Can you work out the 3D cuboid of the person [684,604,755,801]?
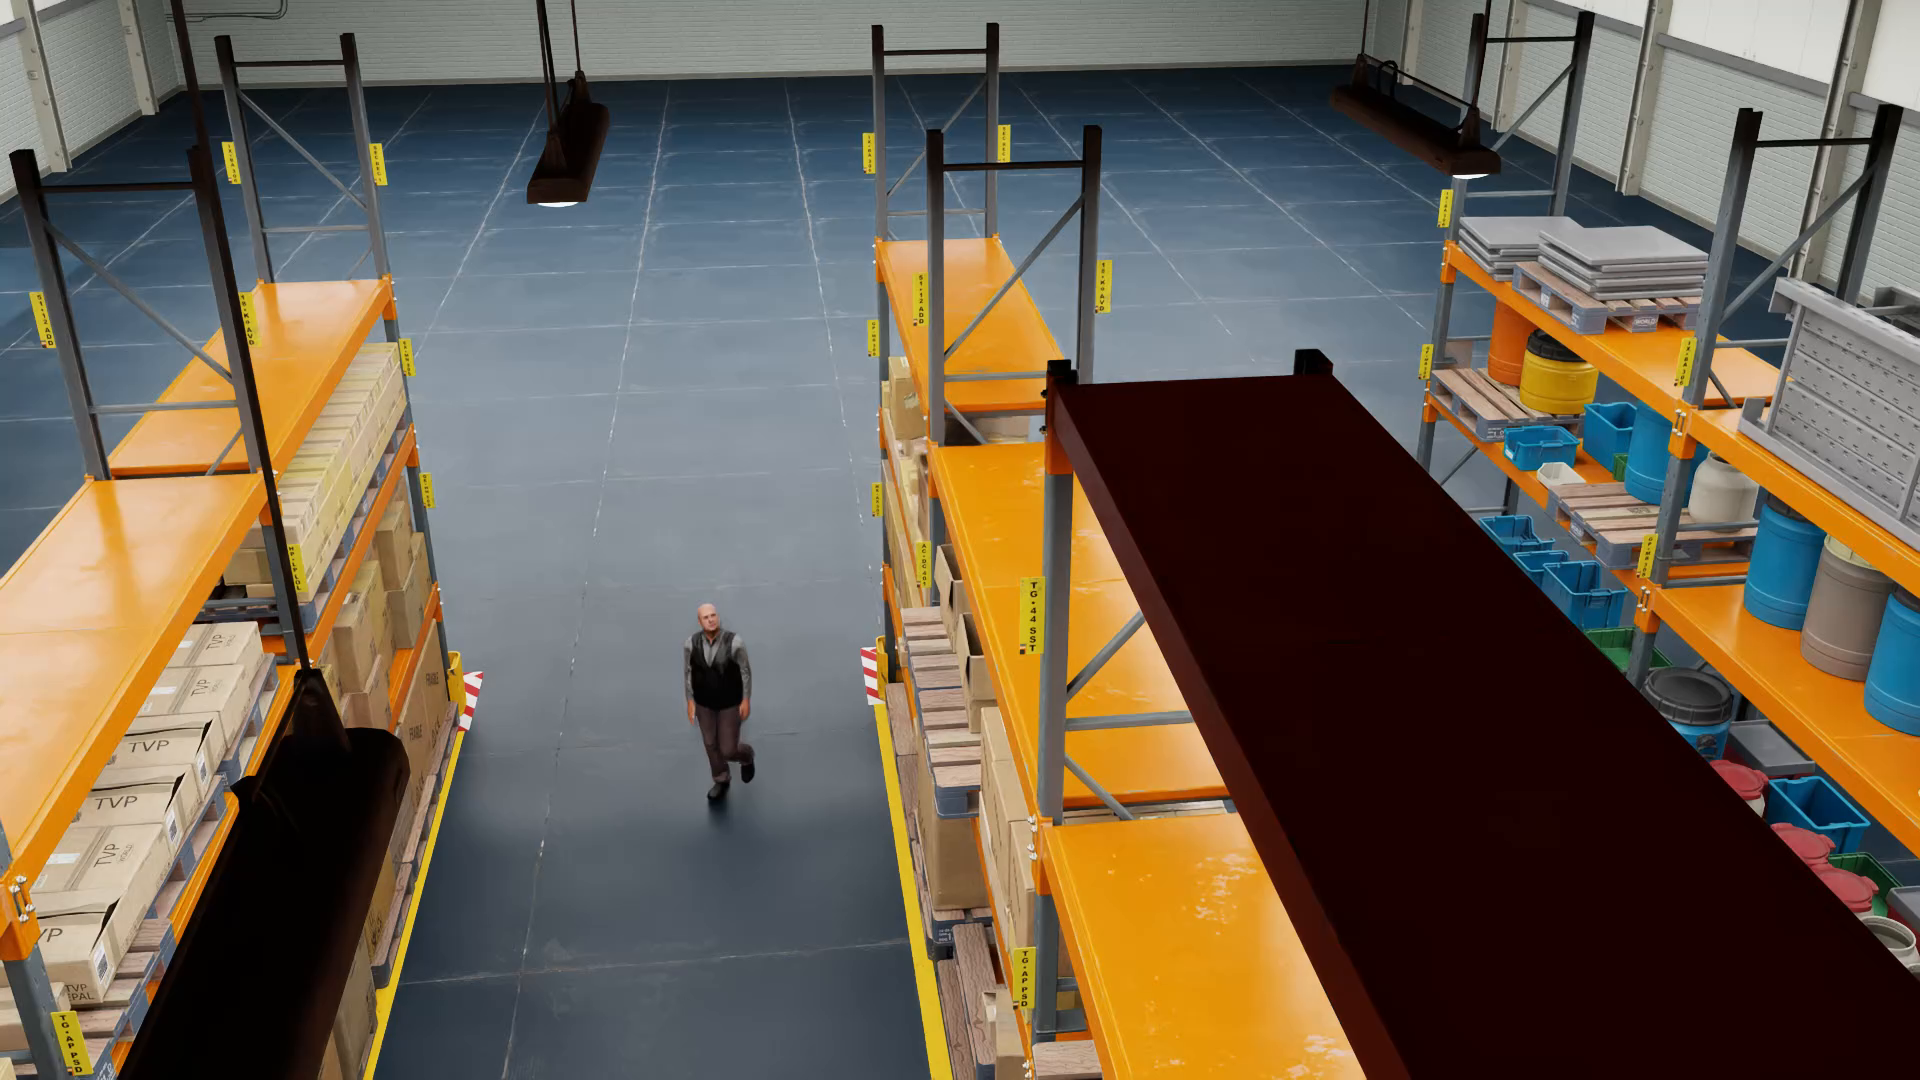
[{"bbox_3d":[-1.984,1.322,13.729,0.535,1.695,0.531,11,28,22],"label":"person"}]
